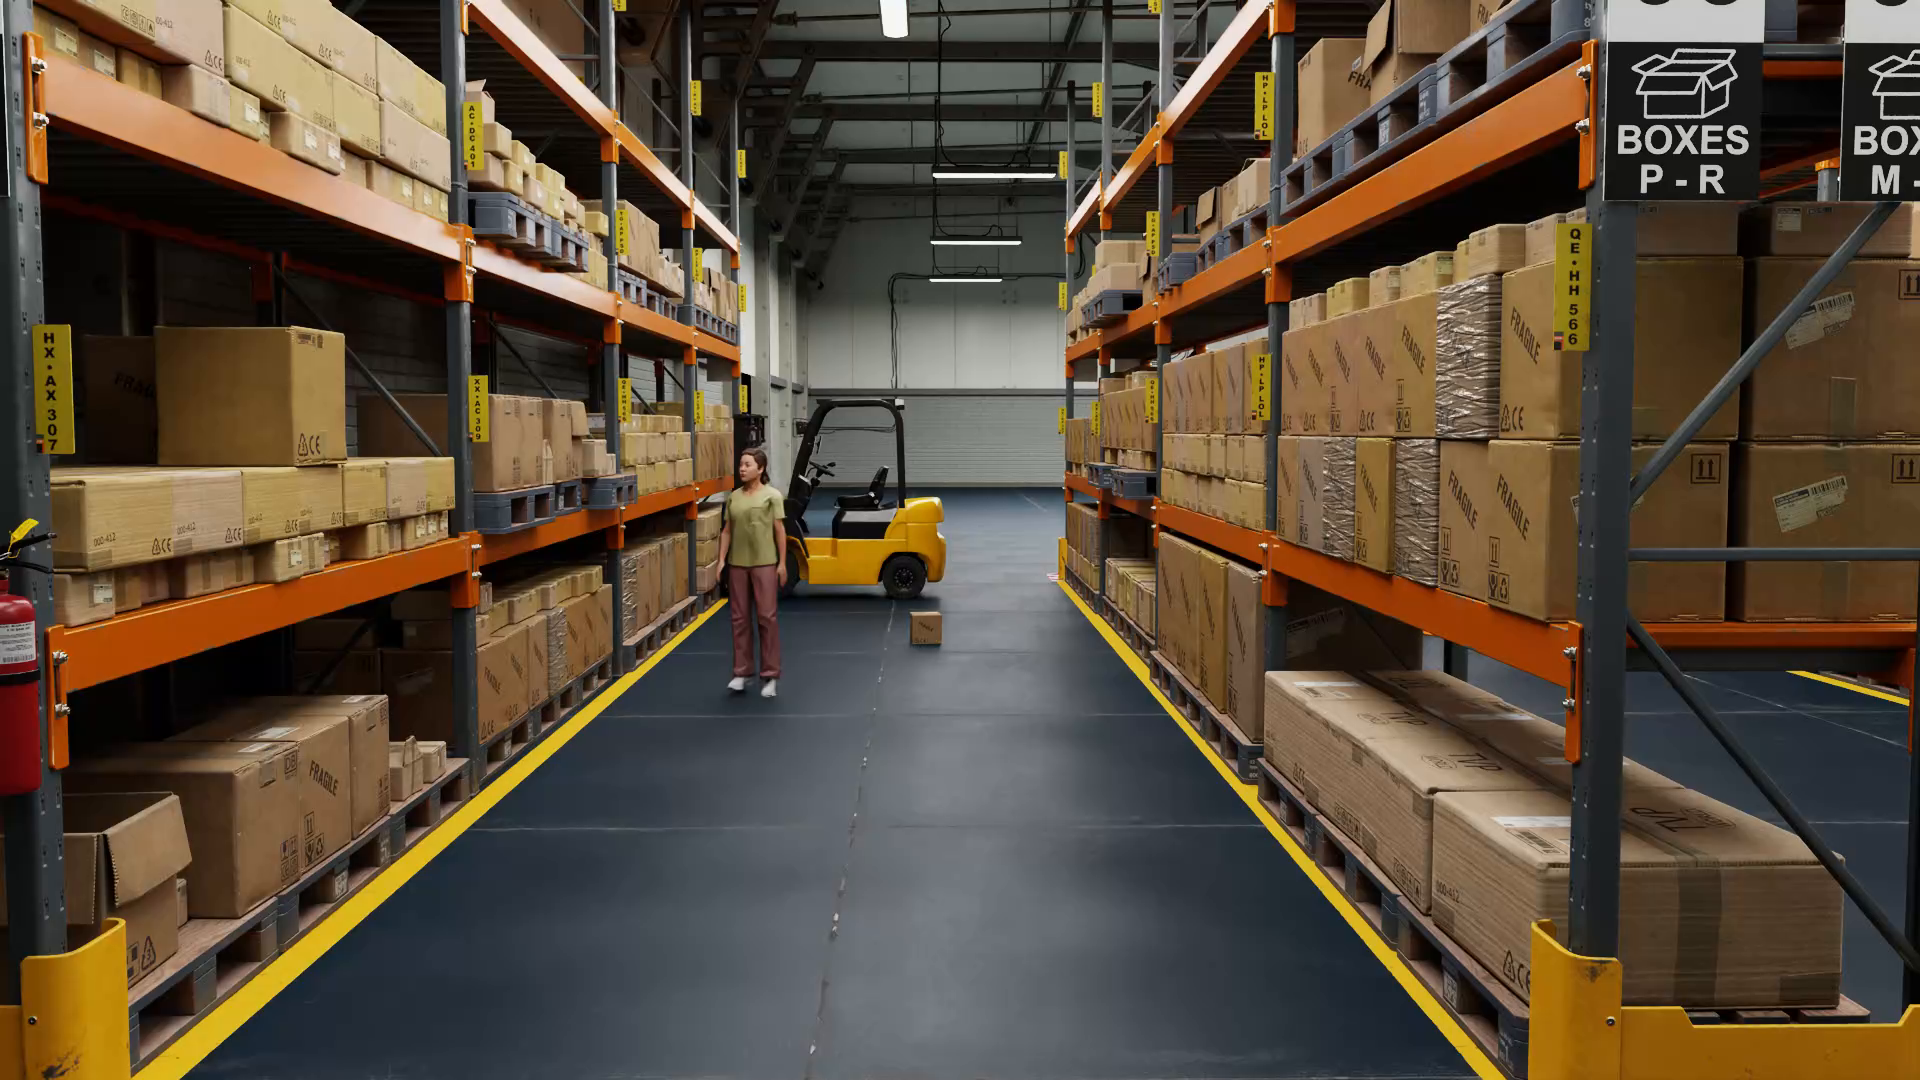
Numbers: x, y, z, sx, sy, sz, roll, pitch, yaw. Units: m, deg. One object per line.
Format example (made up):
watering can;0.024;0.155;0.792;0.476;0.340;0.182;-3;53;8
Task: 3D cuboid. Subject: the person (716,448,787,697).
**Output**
person;-1.460;0.218;11.605;0.480;1.714;0.451;1;4;18
